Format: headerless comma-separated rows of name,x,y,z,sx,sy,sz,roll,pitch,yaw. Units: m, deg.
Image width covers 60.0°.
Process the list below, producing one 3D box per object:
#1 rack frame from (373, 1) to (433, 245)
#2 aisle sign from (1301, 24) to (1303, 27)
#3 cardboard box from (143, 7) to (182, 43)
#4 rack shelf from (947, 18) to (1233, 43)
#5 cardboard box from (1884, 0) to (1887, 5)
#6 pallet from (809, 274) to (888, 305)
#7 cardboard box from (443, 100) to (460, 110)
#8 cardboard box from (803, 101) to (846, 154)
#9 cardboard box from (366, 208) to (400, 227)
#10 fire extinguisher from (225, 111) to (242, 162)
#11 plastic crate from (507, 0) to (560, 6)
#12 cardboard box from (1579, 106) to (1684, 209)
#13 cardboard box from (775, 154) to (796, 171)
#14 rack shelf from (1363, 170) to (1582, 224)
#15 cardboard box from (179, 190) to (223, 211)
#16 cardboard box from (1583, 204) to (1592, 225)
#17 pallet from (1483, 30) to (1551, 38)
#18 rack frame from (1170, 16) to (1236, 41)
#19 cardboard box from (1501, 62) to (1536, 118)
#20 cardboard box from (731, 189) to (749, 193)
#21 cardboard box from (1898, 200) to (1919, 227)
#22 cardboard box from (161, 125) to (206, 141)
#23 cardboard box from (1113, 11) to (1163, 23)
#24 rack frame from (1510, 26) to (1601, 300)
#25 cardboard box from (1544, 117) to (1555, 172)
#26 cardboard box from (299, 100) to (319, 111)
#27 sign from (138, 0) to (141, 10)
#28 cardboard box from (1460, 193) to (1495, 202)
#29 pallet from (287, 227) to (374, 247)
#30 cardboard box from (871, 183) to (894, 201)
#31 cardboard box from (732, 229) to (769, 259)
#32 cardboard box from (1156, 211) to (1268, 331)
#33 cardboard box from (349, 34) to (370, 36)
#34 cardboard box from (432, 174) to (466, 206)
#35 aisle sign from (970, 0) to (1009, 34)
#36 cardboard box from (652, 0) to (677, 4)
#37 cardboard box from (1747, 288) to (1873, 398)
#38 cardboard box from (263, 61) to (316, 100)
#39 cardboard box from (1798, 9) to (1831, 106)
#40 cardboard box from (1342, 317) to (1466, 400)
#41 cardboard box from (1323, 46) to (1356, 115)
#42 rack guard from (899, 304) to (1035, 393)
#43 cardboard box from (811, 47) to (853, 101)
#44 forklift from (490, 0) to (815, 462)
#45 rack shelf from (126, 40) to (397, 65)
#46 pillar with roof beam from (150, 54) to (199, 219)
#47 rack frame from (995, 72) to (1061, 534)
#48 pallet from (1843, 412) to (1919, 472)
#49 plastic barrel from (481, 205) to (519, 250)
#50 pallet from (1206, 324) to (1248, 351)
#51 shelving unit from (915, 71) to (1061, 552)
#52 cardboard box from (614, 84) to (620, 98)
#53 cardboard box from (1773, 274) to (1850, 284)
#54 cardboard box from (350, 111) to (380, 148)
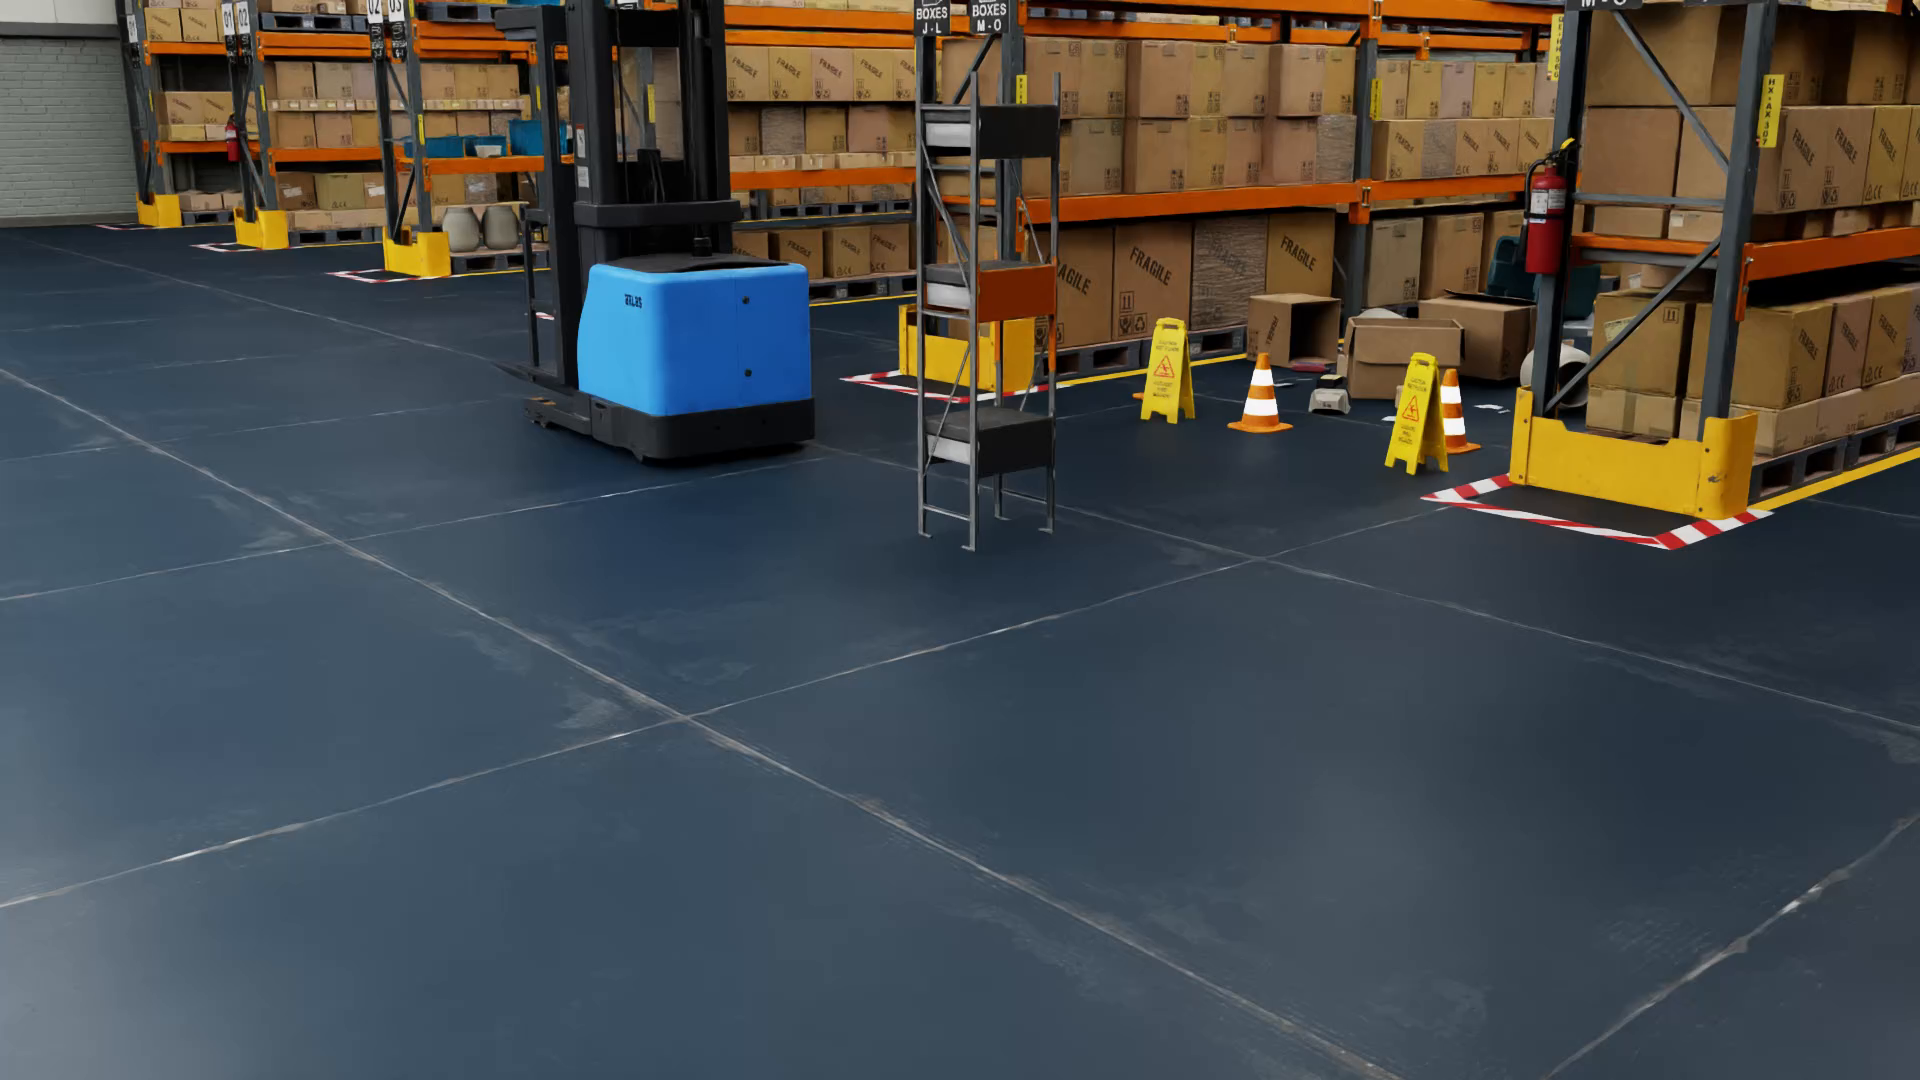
rack frame,-6.377,-4.562,19.018,0.127,3.000,1.000,-13,19,-39
aisle sign,5.940,-8.484,28.662,0.004,0.787,0.394,-13,19,-39
cardboard box,-12.464,-8.006,25.866,0.500,0.500,0.500,-12,19,-38
rack shelf,1.401,-5.716,18.919,4.000,0.370,1.077,-13,19,-39
cardboard box,11.171,-6.644,20.319,0.500,0.250,0.500,-12,19,-39
pallet,-1.512,-2.600,17.076,1.213,0.211,1.003,-13,19,-39
cardboard box,-7.441,-6.307,24.098,0.250,0.149,0.380,-13,20,-40
cardboard box,-1.604,-4.145,16.685,0.500,0.500,0.875,-13,19,-39
cardboard box,-8.323,-4.619,23.746,0.500,0.250,0.500,-13,19,-39
fire extinguisher,-10.020,-5.560,22.904,0.183,0.674,0.296,-13,19,-39
plastic crate,-5.136,-6.386,20.062,0.575,0.384,0.392,-13,19,-39
cardboard box,3.608,-2.007,8.679,0.500,0.500,0.500,-13,20,-40
cardboard box,-1.815,-3.692,16.245,0.250,0.149,0.380,-13,19,-39
rack shelf,4.580,-3.284,15.627,4.000,0.370,1.077,-13,19,-39
cardboard box,-12.299,-5.504,26.902,0.500,0.311,0.500,13,20,41
cardboard box,6.768,-3.398,17.235,0.500,0.250,0.500,-14,20,-42
pallet,8.392,-7.587,24.702,1.213,0.211,1.003,-13,19,-39
rack frame,2.910,-4.953,20.482,0.127,3.000,1.000,-13,19,-39
cardboard box,4.978,-4.255,15.735,0.500,0.500,0.700,-13,20,-40
cardboard box,-3.824,-5.891,27.421,0.500,0.311,0.500,-12,19,-38
cardboard box,5.208,-1.850,9.352,0.250,0.149,0.380,-12,19,-39
cardboard box,-12.304,-6.449,26.334,0.500,0.250,0.500,-13,20,-41
cardboard box,1.966,-6.031,18.993,0.500,0.250,0.500,-12,19,-38
rack frame,6.089,-3.971,16.803,0.127,3.000,1.000,-13,19,-39
cardboard box,5.549,-3.806,15.993,0.500,0.500,0.500,-13,19,-39
cardboard box,-8.991,-5.959,22.795,0.250,0.149,0.380,-13,20,-41
sign,-12.524,-8.257,25.343,0.005,0.325,0.100,-13,19,-39
cardboard box,7.156,-5.056,24.170,0.875,0.875,0.875,-13,19,-39
pallet,-9.076,-4.318,23.506,1.213,0.211,1.003,-13,19,-39
cardboard box,-1.514,-6.259,29.360,0.500,0.500,0.500,-12,19,-39
cardboard box,-2.215,-2.804,16.465,0.500,0.500,0.500,-7,17,-25
cardboard box,1.874,-2.223,13.564,0.875,0.875,0.875,-12,19,-39
cardboard box,-10.083,-8.542,27.871,0.500,0.500,0.500,-12,19,-38
cardboard box,-7.574,-5.153,24.290,0.500,0.500,0.500,-13,19,-39
aisle sign,0.198,-3.801,11.130,0.004,0.787,0.394,-13,19,-39
cardboard box,-2.592,-5.006,15.158,0.500,0.250,0.500,-12,19,-38
cardboard box,4.579,-1.082,9.050,0.500,0.500,0.500,-14,20,-41
cardboard box,-9.225,-6.288,22.771,0.500,0.500,0.700,-13,19,-39
cardboard box,4.326,-2.664,9.202,0.500,0.500,0.700,-13,20,-40
cardboard box,3.043,-1.253,11.467,0.797,0.503,0.637,2,15,9
cardboard box,2.771,-3.831,13.898,0.550,0.550,0.875,-13,19,-39
rack guard,0.036,-1.404,12.037,0.348,0.500,1.175,-13,19,-39
cardboard box,-1.400,-4.568,16.330,0.500,0.500,0.500,-13,19,-39
forklift,-2.111,-2.178,10.226,1.130,2.935,3.031,-10,18,-34
rack shelf,-11.371,-7.932,27.213,4.000,0.370,1.077,-13,19,-39
pillar with roof beam,-10.094,-8.838,23.401,0.400,9.000,9.100,-13,19,-39
rack frame,0.309,-1.084,7.739,0.015,2.100,0.400,-13,19,-39
pallet,4.993,-0.671,9.853,1.213,0.211,1.003,-13,19,-39
plastic barrel,-5.552,-3.775,20.076,0.421,0.512,0.421,0,15,0
pallet,2.447,-1.832,14.201,1.213,0.211,1.003,-13,19,-39
shelving unit,0.125,-1.042,7.584,0.503,2.100,0.431,-13,19,-39
cardboard box,-6.312,-8.442,31.280,0.500,0.250,0.500,-12,19,-38
cardboard box,4.987,-1.355,10.073,0.500,0.500,0.500,-11,19,-37
cardboard box,-8.494,-5.825,23.552,0.500,0.500,0.700,-12,19,-39
